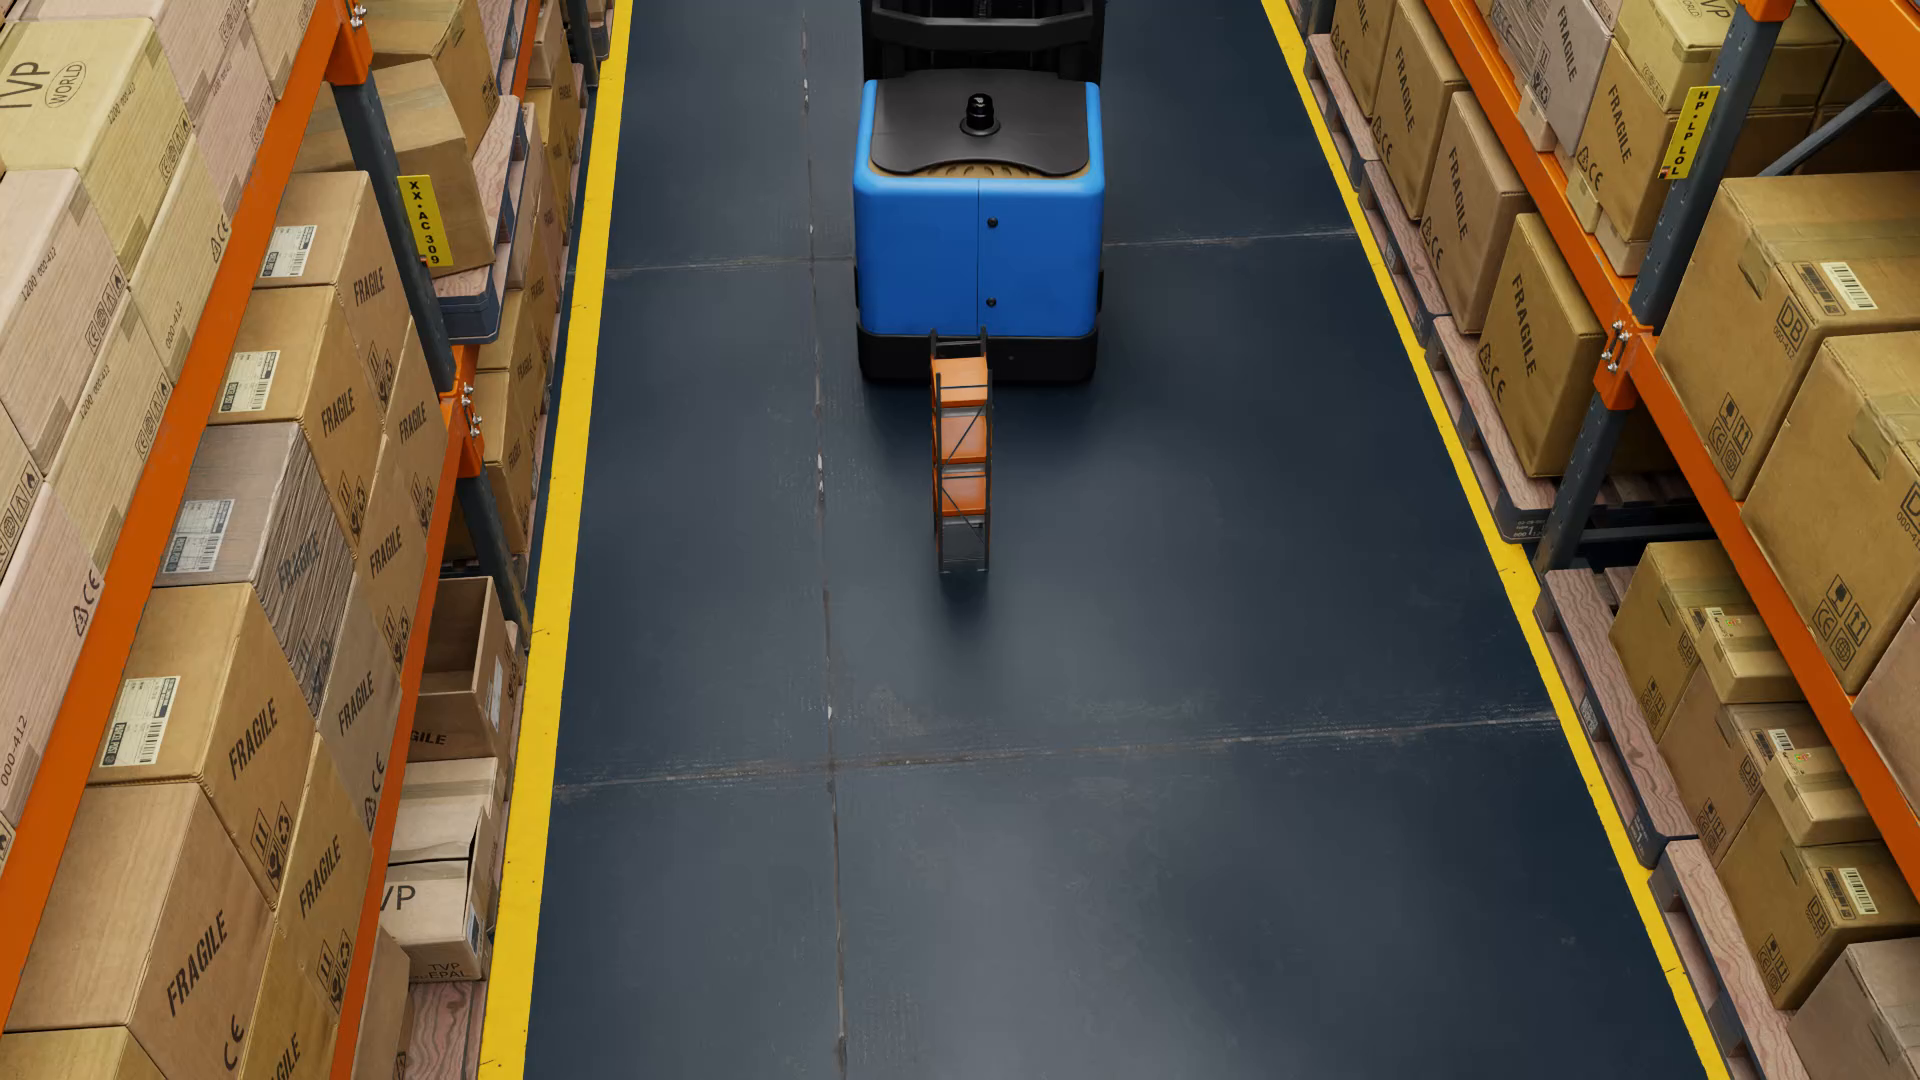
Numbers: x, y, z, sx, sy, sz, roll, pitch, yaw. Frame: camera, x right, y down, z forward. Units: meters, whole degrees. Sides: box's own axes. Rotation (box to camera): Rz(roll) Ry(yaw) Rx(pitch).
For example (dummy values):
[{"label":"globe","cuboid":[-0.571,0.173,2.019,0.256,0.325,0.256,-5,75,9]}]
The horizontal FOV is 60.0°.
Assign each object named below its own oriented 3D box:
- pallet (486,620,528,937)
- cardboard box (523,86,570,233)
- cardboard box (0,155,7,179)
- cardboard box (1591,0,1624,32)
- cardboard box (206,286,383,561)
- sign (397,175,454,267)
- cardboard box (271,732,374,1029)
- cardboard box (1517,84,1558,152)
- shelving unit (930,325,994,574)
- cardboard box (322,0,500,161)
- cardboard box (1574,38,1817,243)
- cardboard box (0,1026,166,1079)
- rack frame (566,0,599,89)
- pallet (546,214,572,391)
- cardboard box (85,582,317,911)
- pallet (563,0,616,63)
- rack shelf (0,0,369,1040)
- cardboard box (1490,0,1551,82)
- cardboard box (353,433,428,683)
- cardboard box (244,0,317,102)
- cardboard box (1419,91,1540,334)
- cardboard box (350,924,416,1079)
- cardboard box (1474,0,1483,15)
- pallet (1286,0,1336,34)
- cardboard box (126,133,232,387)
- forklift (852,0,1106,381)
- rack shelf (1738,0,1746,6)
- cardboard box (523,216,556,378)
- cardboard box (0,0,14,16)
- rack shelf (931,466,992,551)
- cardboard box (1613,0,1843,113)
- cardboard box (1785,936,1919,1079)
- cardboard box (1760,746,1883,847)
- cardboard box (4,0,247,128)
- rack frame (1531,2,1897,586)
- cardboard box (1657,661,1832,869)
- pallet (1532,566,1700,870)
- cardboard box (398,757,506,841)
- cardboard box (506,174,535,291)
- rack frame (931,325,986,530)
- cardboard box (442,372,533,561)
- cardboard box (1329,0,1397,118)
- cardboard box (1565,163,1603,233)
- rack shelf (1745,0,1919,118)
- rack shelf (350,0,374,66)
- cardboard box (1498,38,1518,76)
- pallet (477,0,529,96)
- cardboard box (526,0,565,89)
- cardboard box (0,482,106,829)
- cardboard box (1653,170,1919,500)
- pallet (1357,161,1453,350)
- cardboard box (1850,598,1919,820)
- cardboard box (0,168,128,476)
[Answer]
[{"label":"pallet","cuboid":[-2.090,0.838,5.811,1.003,0.211,1.213,-3,47,-3]},{"label":"cardboard box","cuboid":[-2.126,-1.767,7.776,0.500,0.500,0.500,-5,47,-5]},{"label":"cardboard box","cuboid":[-1.926,-0.594,2.423,0.700,0.500,0.500,-3,47,-3]},{"label":"cardboard box","cuboid":[2.462,-2.016,5.790,0.500,0.250,0.500,-3,47,-2]},{"label":"cardboard box","cuboid":[-1.801,-0.276,4.188,0.500,0.500,0.500,-4,47,-4]},{"label":"sign","cuboid":[-1.607,-0.954,4.992,0.100,0.325,0.005,-3,47,-3]},{"label":"cardboard box","cuboid":[-1.714,0.806,3.851,0.500,0.500,0.500,-3,47,-3]},{"label":"cardboard box","cuboid":[2.377,-1.629,6.386,0.380,0.149,0.250,-3,47,-3]},{"label":"shelving unit","cuboid":[0.004,-0.322,6.332,0.215,1.050,0.252,-3,47,-3]},{"label":"cardboard box","cuboid":[-2.084,-1.647,5.886,0.700,0.500,0.500,3,47,3]},{"label":"cardboard box","cuboid":[2.499,-1.384,5.707,0.500,0.500,0.500,-4,47,-4]},{"label":"cardboard box","cuboid":[-1.638,1.183,2.806,0.500,0.500,0.500,-3,47,-3]},{"label":"rack frame","cuboid":[-2.482,-3.512,8.010,1.000,3.000,0.127,-3,47,-3]},{"label":"pallet","cuboid":[-2.358,-1.130,7.675,1.003,0.211,1.213,-3,47,-3]},{"label":"cardboard box","cuboid":[-1.718,0.453,3.497,0.500,0.500,0.500,-4,47,-4]},{"label":"pallet","cuboid":[-2.512,-3.151,9.589,1.003,0.211,1.213,-3,47,-3]},{"label":"rack shelf","cuboid":[-1.979,0.045,3.071,1.077,0.370,4.000,-3,47,-3]},{"label":"cardboard box","cuboid":[2.413,-2.117,6.401,0.500,0.500,0.500,-3,47,-3]},{"label":"cardboard box","cuboid":[-1.805,0.066,4.552,0.500,0.500,0.500,-2,47,-2]},{"label":"cardboard box","cuboid":[-1.841,-1.262,3.917,0.500,0.250,0.500,-3,47,-3]},{"label":"cardboard box","cuboid":[2.528,-1.432,7.232,0.750,0.750,0.750,-2,47,-2]},{"label":"cardboard box","cuboid":[-1.984,1.448,4.729,0.797,0.503,0.637,-3,47,-3]},{"label":"cardboard box","cuboid":[2.390,-2.375,7.093,0.380,0.149,0.250,-3,47,-3]},{"label":"pallet","cuboid":[2.390,-3.423,9.846,1.003,0.211,1.213,-3,47,-3]},{"label":"cardboard box","cuboid":[-1.759,-0.539,3.232,0.500,0.250,0.500,-3,47,-3]},{"label":"forklift","cuboid":[0.107,-2.762,7.347,1.130,2.935,3.031,1,47,1]},{"label":"rack shelf","cuboid":[2.622,-3.153,6.100,1.077,0.370,4.000,-3,47,-3]},{"label":"cardboard box","cuboid":[-2.034,-1.022,7.071,0.500,0.500,0.500,-3,47,-3]},{"label":"cardboard box","cuboid":[-2.167,-1.308,3.099,0.700,0.500,0.500,-3,47,-3]},{"label":"rack shelf","cuboid":[0.004,-0.124,6.542,0.215,0.259,0.240,-3,47,-3]},{"label":"cardboard box","cuboid":[2.495,-1.646,5.439,0.500,0.250,0.500,-2,47,-2]},{"label":"cardboard box","cuboid":[2.881,1.461,4.733,0.700,0.500,0.500,-5,47,-5]},{"label":"cardboard box","cuboid":[2.640,0.754,4.956,0.380,0.149,0.250,-5,47,-4]},{"label":"cardboard box","cuboid":[-1.797,-1.073,3.393,0.500,0.250,0.500,-3,47,-3]},{"label":"rack frame","cuboid":[2.789,-0.922,5.557,1.000,3.000,0.127,-3,47,-3]},{"label":"cardboard box","cuboid":[2.788,0.704,5.450,0.700,0.500,0.500,-4,47,-4]},{"label":"pallet","cuboid":[2.775,0.592,6.044,1.003,0.211,1.213,-3,47,-3]},{"label":"cardboard box","cuboid":[-1.725,0.873,5.517,0.380,0.149,0.250,-3,47,-3]},{"label":"cardboard box","cuboid":[-2.028,-1.256,6.776,0.500,0.250,0.500,-3,47,-3]},{"label":"rack frame","cuboid":[-0.006,-0.411,6.416,0.200,1.050,0.008,-3,47,-3]},{"label":"cardboard box","cuboid":[-1.944,-0.275,6.363,0.500,0.500,0.500,-5,47,-5]},{"label":"cardboard box","cuboid":[2.385,-2.681,8.415,0.750,0.750,0.750,-4,47,-4]},{"label":"cardboard box","cuboid":[2.434,-1.251,6.028,0.380,0.149,0.250,-3,47,-3]},{"label":"rack shelf","cuboid":[2.957,-0.259,3.359,1.077,0.370,4.000,-3,47,-3]},{"label":"rack shelf","cuboid":[-2.314,-2.849,5.812,1.077,0.370,4.000,-3,47,-3]},{"label":"cardboard box","cuboid":[2.416,-1.992,6.730,0.380,0.149,0.250,-5,47,-4]},{"label":"pallet","cuboid":[-2.314,-2.039,6.748,1.003,0.211,1.213,-3,47,-3]},{"label":"cardboard box","cuboid":[-2.160,-2.359,7.820,0.500,0.250,0.500,-2,47,-2]},{"label":"cardboard box","cuboid":[-1.674,0.185,2.547,0.500,0.250,0.500,-3,47,-3]},{"label":"cardboard box","cuboid":[2.818,-0.632,5.076,0.980,0.700,0.700,-3,47,-3]},{"label":"pallet","cuboid":[2.544,-1.402,7.932,1.003,0.211,1.213,-3,47,-3]},{"label":"cardboard box","cuboid":[2.945,0.423,4.077,0.980,0.700,0.700,-6,47,-5]},{"label":"cardboard box","cuboid":[-1.716,-0.349,2.708,0.500,0.250,0.500,-3,47,-3]}]
